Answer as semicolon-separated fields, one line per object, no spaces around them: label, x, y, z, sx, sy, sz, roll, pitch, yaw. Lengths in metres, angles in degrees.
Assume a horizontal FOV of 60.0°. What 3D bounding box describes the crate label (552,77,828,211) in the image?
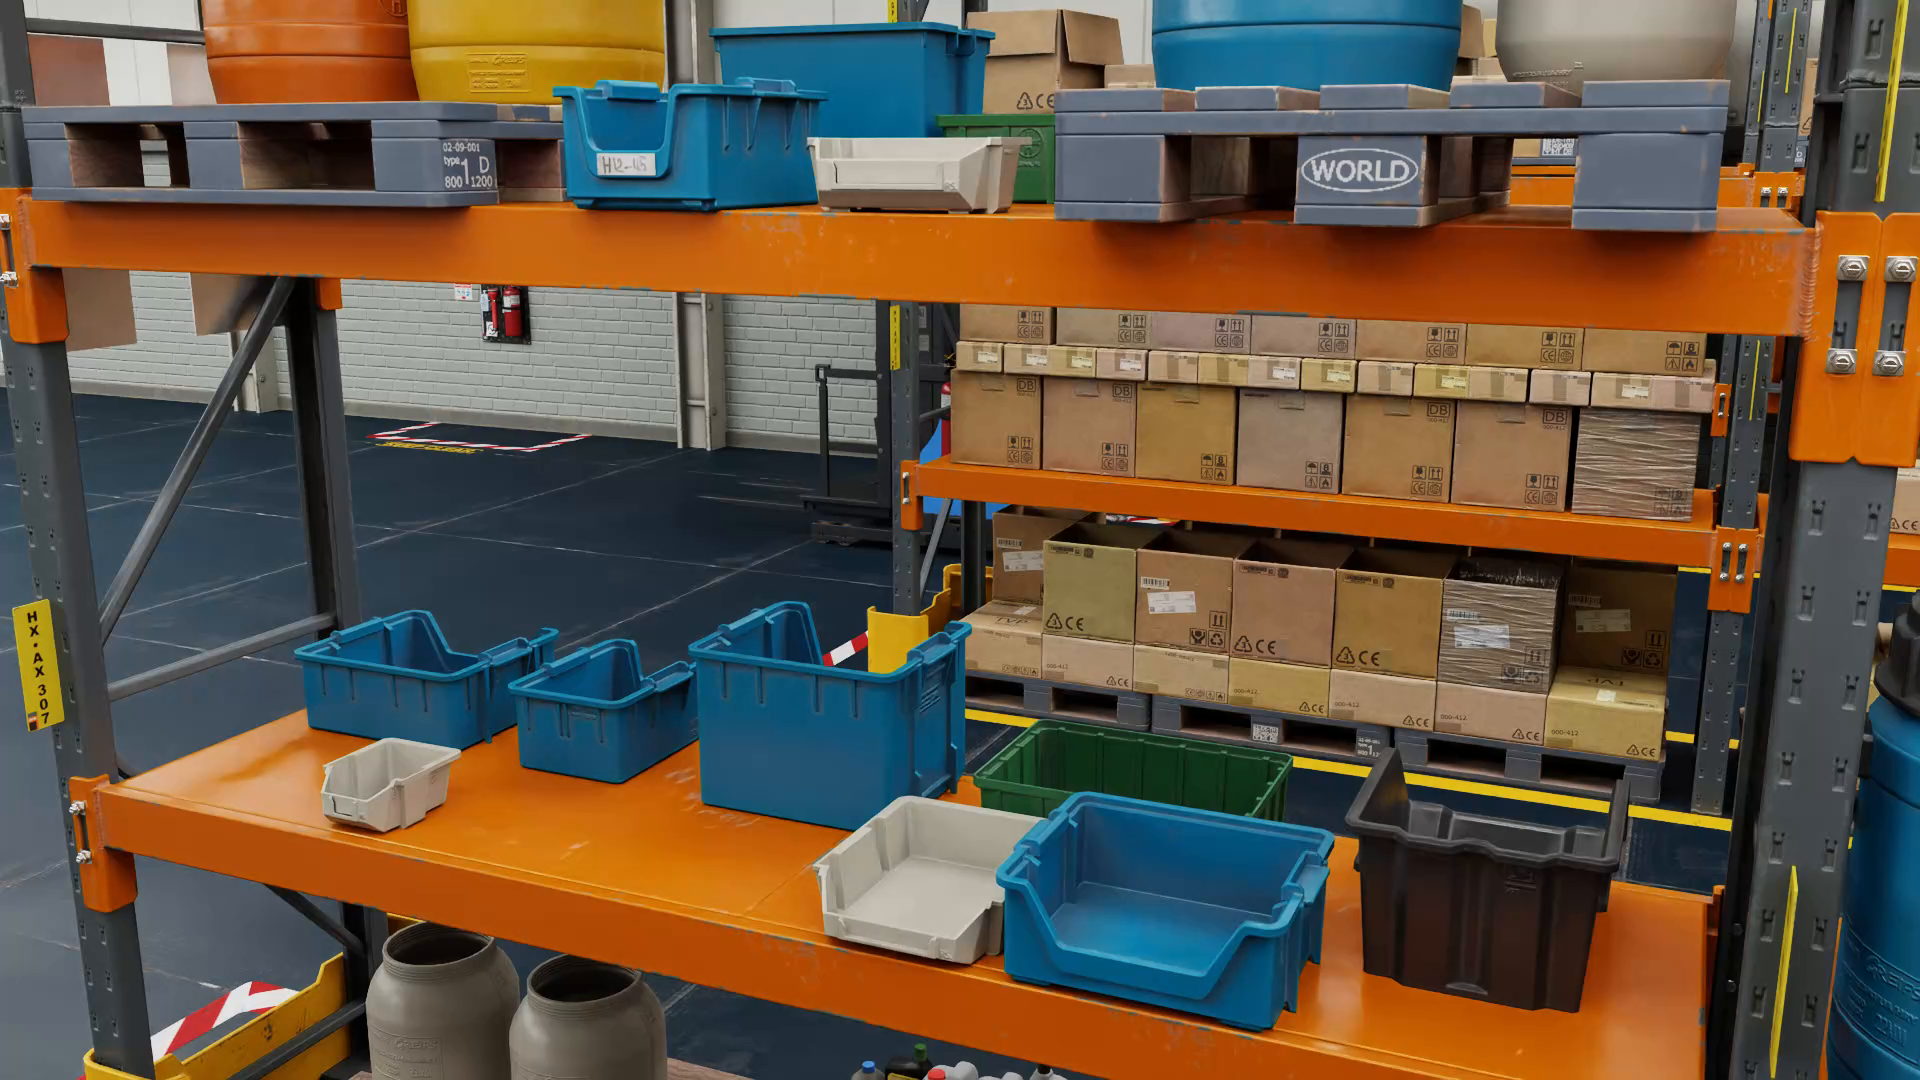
crate label;-0.535;-0.807;3.385;0.408;0.251;0.502;6;14;23

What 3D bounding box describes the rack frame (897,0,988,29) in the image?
rack frame;-0.103;-3.616;8.465;0.127;3.000;1.000;6;14;23

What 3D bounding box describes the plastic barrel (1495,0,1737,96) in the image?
plastic barrel;1.230;-1.091;3.107;0.421;0.512;0.421;0;13;0

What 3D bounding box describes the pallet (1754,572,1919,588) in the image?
pallet;6.269;0.069;11.997;1.213;0.211;1.003;6;14;23

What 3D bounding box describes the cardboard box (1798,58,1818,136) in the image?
cardboard box;6.024;-3.006;11.295;0.500;0.500;0.500;8;15;31

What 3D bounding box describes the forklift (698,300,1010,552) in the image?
forklift;-0.575;-1.486;12.670;3.031;2.935;1.130;6;14;23

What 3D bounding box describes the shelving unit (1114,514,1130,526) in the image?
shelving unit;1.300;-0.456;12.270;0.189;1.200;0.258;41;29;16

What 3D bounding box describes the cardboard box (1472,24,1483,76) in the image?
cardboard box;3.802;-3.604;12.529;0.500;0.500;0.500;6;14;23

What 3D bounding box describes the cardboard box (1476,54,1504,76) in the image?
cardboard box;2.707;-2.166;7.823;0.500;0.311;0.500;5;14;20

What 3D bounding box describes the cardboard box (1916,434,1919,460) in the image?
cardboard box;6.641;-0.618;11.688;0.500;0.250;0.500;5;14;22

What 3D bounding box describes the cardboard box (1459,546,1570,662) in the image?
cardboard box;2.796;0.291;8.405;0.500;0.500;0.500;6;14;23

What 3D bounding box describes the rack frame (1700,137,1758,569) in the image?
rack frame;5.557;-1.360;11.984;0.127;3.000;1.000;6;14;23

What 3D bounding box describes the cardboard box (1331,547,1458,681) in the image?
cardboard box;2.130;0.353;8.143;0.500;0.500;0.500;6;14;23

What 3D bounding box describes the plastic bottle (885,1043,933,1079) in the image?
plastic bottle;-0.142;1.533;4.639;0.133;0.283;0.061;6;15;25

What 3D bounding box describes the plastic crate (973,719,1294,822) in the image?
plastic crate;0.417;0.628;3.976;0.662;0.188;0.450;6;14;23

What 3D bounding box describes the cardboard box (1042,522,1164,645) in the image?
cardboard box;0.755;0.216;8.726;0.500;0.500;0.500;6;14;23

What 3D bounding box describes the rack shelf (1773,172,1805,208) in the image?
rack shelf;5.383;-1.250;6.524;4.000;0.370;1.077;6;14;23

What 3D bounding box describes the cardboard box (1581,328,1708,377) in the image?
cardboard box;3.146;-1.045;7.583;0.500;0.500;0.700;6;14;24

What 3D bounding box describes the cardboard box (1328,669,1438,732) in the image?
cardboard box;2.125;0.721;8.218;0.500;0.250;0.500;6;14;23

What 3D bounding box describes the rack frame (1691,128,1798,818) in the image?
rack frame;3.554;-0.325;7.573;0.127;3.000;1.000;6;14;23

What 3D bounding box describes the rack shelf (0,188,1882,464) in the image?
rack shelf;-0.284;-0.586;3.694;4.000;0.370;1.077;6;14;23

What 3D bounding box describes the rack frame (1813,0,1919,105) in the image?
rack frame;1.544;-2.211;2.480;0.127;3.000;1.000;6;14;23

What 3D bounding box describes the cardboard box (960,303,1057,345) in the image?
cardboard box;0.367;-1.325;8.775;0.500;0.500;0.700;6;14;23

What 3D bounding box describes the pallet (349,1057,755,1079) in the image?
pallet;-1.284;1.770;4.748;1.213;0.211;1.003;6;14;23

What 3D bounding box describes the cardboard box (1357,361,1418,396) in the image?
cardboard box;2.058;-0.788;7.906;0.250;0.149;0.380;6;15;25

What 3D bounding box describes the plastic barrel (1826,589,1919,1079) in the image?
plastic barrel;1.775;0.564;2.686;0.708;0.901;0.600;6;14;23

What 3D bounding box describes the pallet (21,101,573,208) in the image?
pallet;-1.396;-0.932;4.009;1.213;0.211;1.003;6;14;23

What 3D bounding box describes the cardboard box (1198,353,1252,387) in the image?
cardboard box;1.347;-0.859;8.213;0.250;0.149;0.380;6;14;23

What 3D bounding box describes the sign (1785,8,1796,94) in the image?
sign;3.331;-1.959;6.668;0.005;0.325;0.100;6;14;23

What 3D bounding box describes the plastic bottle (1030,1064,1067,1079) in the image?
plastic bottle;0.243;1.549;4.421;0.185;0.351;0.144;6;15;26

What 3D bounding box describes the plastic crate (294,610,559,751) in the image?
plastic crate;-1.534;0.395;4.829;0.616;0.251;0.499;6;14;23

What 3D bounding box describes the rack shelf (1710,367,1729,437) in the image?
rack shelf;3.728;-1.195;12.855;4.000;0.370;1.077;6;14;23

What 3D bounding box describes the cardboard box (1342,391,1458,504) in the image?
cardboard box;2.204;-0.508;8.135;0.500;0.500;0.700;6;14;24

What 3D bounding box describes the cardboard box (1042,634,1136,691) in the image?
cardboard box;0.756;0.581;8.813;0.500;0.250;0.500;6;14;23

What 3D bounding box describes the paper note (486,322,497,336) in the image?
paper note;-4.973;-2.240;17.662;0.142;0.148;0.016;6;14;23

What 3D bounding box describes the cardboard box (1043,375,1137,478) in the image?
cardboard box;0.801;-0.650;8.741;0.500;0.500;0.700;6;15;25

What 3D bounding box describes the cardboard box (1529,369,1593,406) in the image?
cardboard box;2.753;-0.717;7.605;0.250;0.149;0.380;5;14;22

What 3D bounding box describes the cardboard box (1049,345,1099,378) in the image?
cardboard box;0.638;-0.931;8.517;0.250;0.149;0.380;6;14;23

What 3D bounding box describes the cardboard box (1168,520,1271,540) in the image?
cardboard box;1.428;0.151;9.003;0.500;0.500;0.500;6;14;23

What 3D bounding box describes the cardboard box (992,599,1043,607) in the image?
cardboard box;0.507;0.427;9.468;0.500;0.250;0.500;6;14;23

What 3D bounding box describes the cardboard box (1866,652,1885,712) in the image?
cardboard box;3.831;0.627;7.391;0.500;0.311;0.500;6;14;23

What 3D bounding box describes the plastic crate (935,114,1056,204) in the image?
plastic crate;0.212;-0.851;3.712;0.450;0.188;0.336;6;14;23

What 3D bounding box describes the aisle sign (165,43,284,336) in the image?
aisle sign;-2.058;-0.995;4.739;0.004;0.787;0.394;6;14;23

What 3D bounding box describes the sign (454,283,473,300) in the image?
sign;-5.303;-2.728;17.736;0.234;0.329;0.001;6;14;23

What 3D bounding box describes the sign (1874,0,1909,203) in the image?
sign;1.311;-0.641;2.337;0.005;0.325;0.100;6;14;23

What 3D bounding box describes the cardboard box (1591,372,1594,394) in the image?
cardboard box;2.920;-0.801;7.965;0.250;0.149;0.380;5;14;22

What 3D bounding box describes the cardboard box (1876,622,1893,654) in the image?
cardboard box;4.519;0.561;7.671;0.500;0.311;0.500;6;15;25

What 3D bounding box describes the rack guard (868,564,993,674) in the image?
rack guard;-0.125;0.520;9.446;0.348;0.500;1.175;6;14;23

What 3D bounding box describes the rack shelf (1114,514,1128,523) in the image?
rack shelf;1.163;-0.243;12.401;0.180;0.103;0.258;41;29;16

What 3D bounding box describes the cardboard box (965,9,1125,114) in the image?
cardboard box;0.421;-2.424;8.502;0.637;0.503;0.797;7;15;27

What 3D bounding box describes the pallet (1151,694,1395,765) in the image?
pallet;1.724;0.838;8.722;1.213;0.211;1.003;6;14;23

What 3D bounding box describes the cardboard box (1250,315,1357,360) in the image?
cardboard box;1.769;-1.184;8.177;0.500;0.500;0.700;6;14;23

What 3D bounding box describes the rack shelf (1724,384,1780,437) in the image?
rack shelf;7.386;-0.825;11.278;4.000;0.370;1.077;6;14;23
